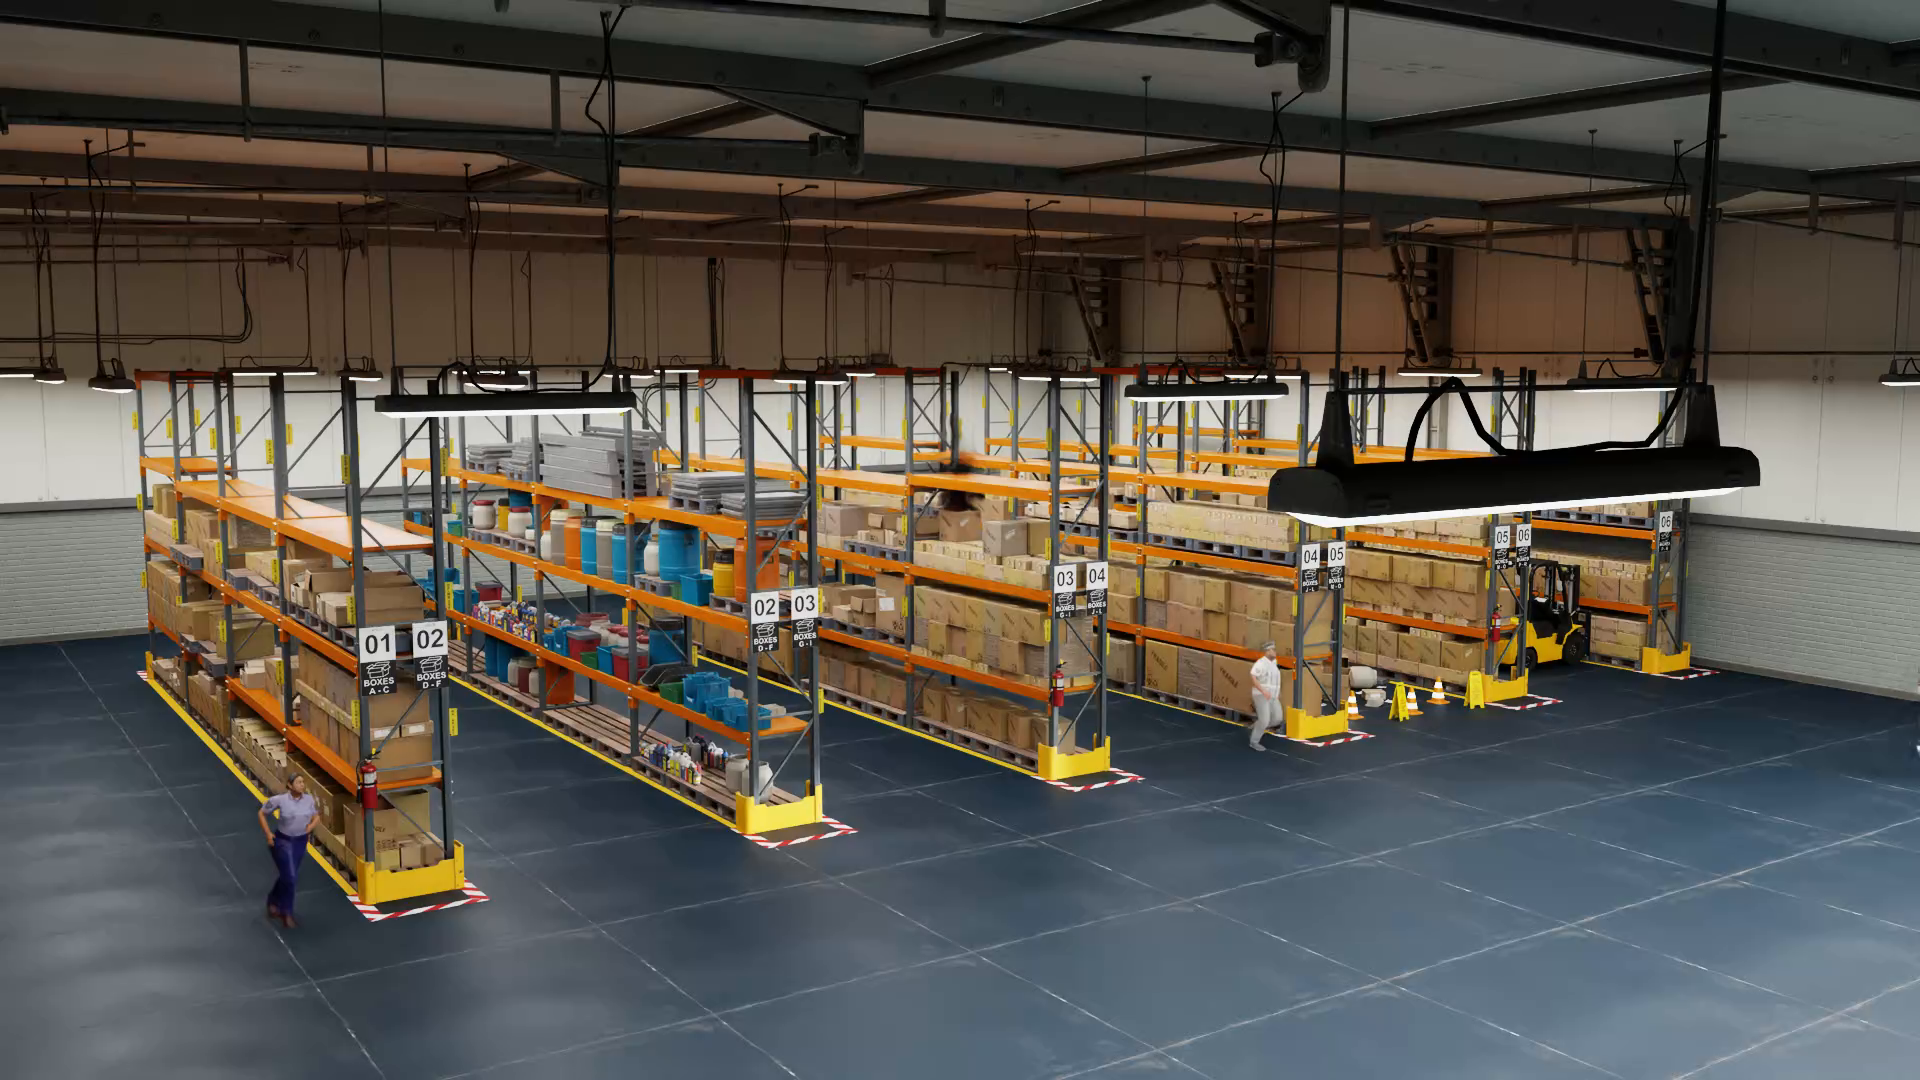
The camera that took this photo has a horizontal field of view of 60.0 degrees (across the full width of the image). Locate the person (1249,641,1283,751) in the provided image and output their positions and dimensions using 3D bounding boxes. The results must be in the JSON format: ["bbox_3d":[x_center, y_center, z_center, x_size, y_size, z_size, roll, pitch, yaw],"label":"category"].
[{"bbox_3d":[4.942,2.480,26.671,0.517,1.723,0.716,6,9,45],"label":"person"}]

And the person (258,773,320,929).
[{"bbox_3d":[-7.498,3.442,18.642,0.698,1.684,0.604,4,8,32],"label":"person"}]
